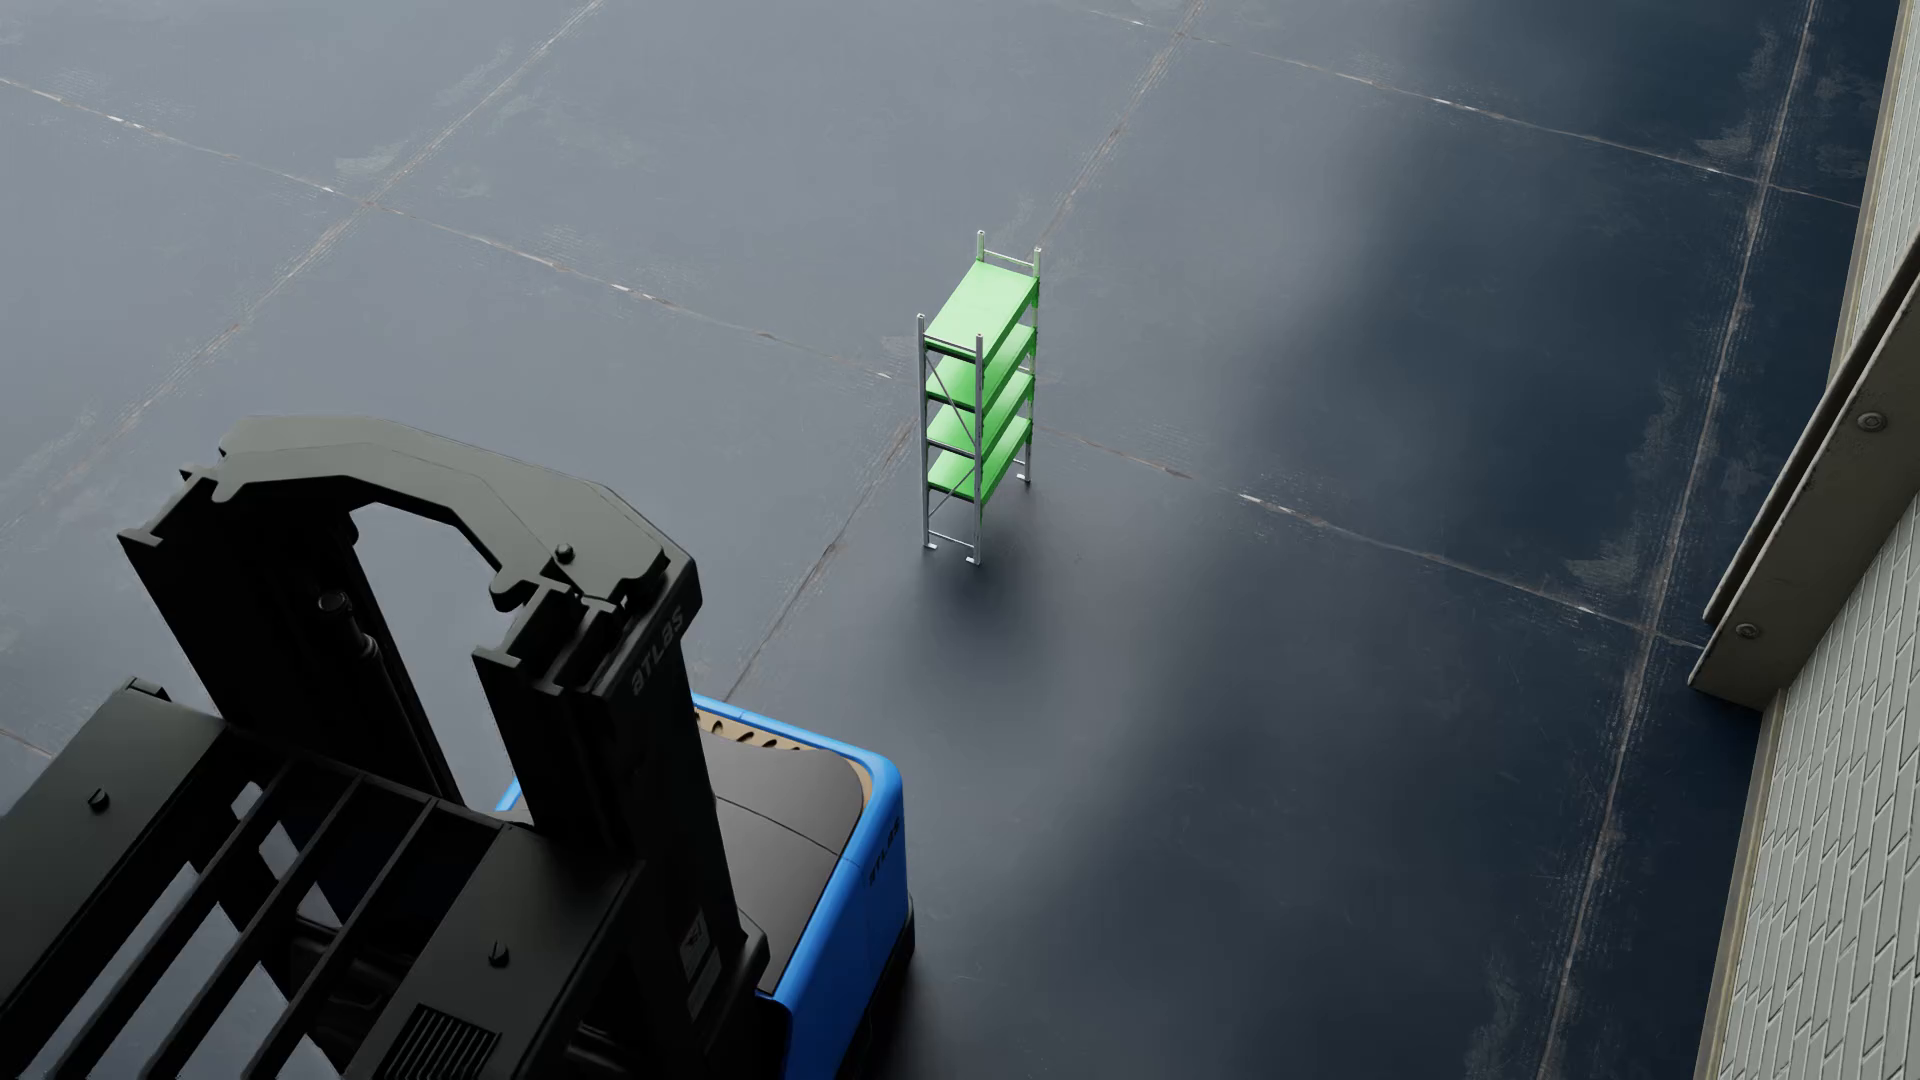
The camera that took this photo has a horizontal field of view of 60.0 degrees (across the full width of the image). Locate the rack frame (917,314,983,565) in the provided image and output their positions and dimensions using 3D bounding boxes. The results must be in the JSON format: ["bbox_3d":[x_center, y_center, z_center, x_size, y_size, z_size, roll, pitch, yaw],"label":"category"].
[{"bbox_3d":[-0.034,-0.335,6.062,0.240,1.200,0.015,20,52,16],"label":"rack frame"}]

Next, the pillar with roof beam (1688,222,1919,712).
[{"bbox_3d":[-0.996,-3.868,3.948,9.100,9.000,0.400,20,52,16],"label":"pillar with roof beam"}]

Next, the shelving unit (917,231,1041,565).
[{"bbox_3d":[0.071,-0.503,6.205,0.258,1.200,0.503,20,52,16],"label":"shelving unit"}]

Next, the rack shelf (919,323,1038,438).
[{"bbox_3d":[0.071,-0.617,6.071,0.258,0.148,0.480,20,52,16],"label":"rack shelf"}]

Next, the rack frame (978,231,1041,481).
[{"bbox_3d":[0.175,-0.671,6.348,0.240,1.200,0.015,20,52,16],"label":"rack frame"}]

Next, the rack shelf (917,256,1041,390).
[{"bbox_3d":[0.071,-0.772,5.888,0.258,0.148,0.480,20,52,16],"label":"rack shelf"}]

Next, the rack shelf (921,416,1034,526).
[{"bbox_3d":[0.071,-0.306,6.437,0.258,0.148,0.480,20,52,16],"label":"rack shelf"}]

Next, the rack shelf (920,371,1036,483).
[{"bbox_3d":[0.071,-0.461,6.254,0.258,0.148,0.480,20,52,16],"label":"rack shelf"}]

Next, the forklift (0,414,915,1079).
[{"bbox_3d":[-1.151,1.281,3.551,1.130,2.935,3.031,16,52,14],"label":"forklift"}]
